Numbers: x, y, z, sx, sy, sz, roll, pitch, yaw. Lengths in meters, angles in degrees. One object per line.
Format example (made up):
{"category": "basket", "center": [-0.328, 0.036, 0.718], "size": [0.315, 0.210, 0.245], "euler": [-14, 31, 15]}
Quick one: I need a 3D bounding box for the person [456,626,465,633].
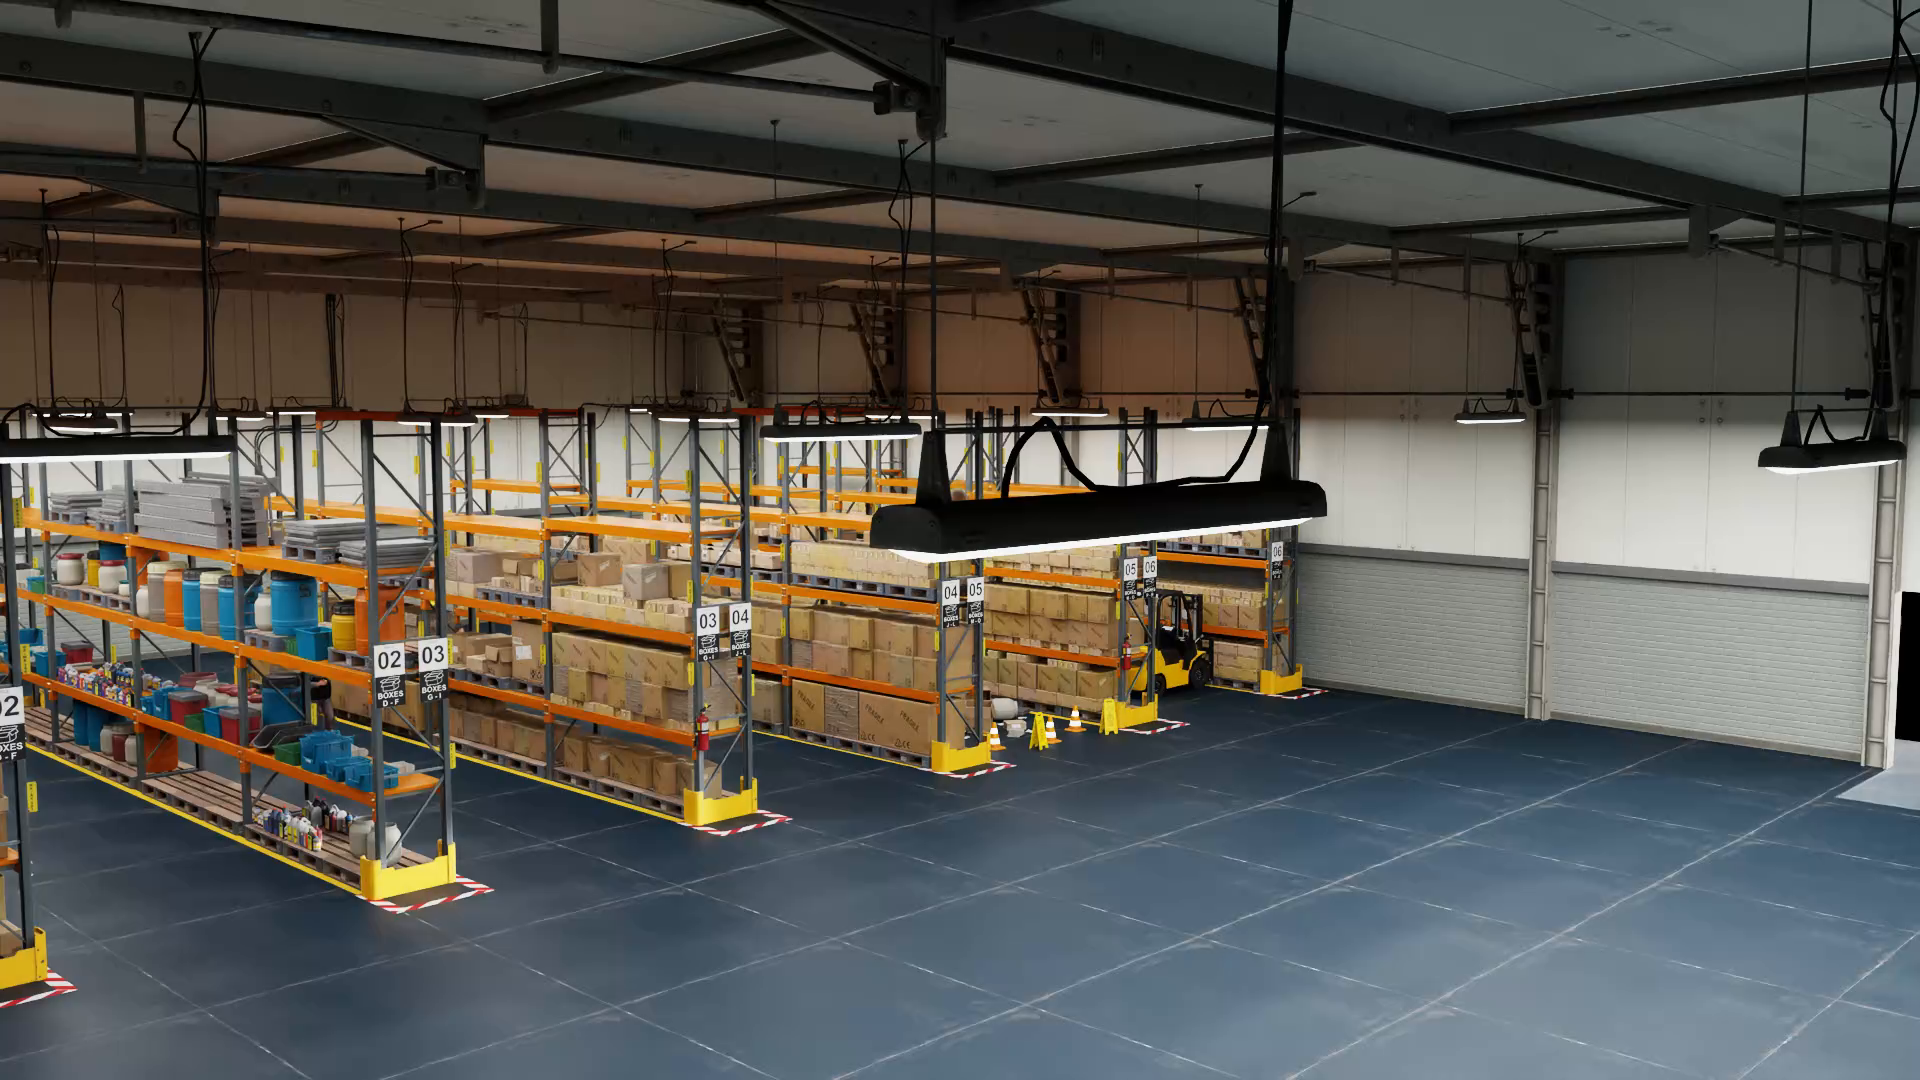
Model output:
{"category": "person", "center": [-9.987, 2.576, 33.292], "size": [0.545, 1.694, 0.990], "euler": [-5, 7, -45]}

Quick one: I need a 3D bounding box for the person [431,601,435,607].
{"category": "person", "center": [-11.676, 2.210, 36.967], "size": [0.719, 1.721, 0.601], "euler": [-4, 7, -40]}

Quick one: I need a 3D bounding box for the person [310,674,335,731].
{"category": "person", "center": [-11.365, 2.940, 29.464], "size": [0.837, 1.578, 0.647], "euler": [4, 6, 35]}
